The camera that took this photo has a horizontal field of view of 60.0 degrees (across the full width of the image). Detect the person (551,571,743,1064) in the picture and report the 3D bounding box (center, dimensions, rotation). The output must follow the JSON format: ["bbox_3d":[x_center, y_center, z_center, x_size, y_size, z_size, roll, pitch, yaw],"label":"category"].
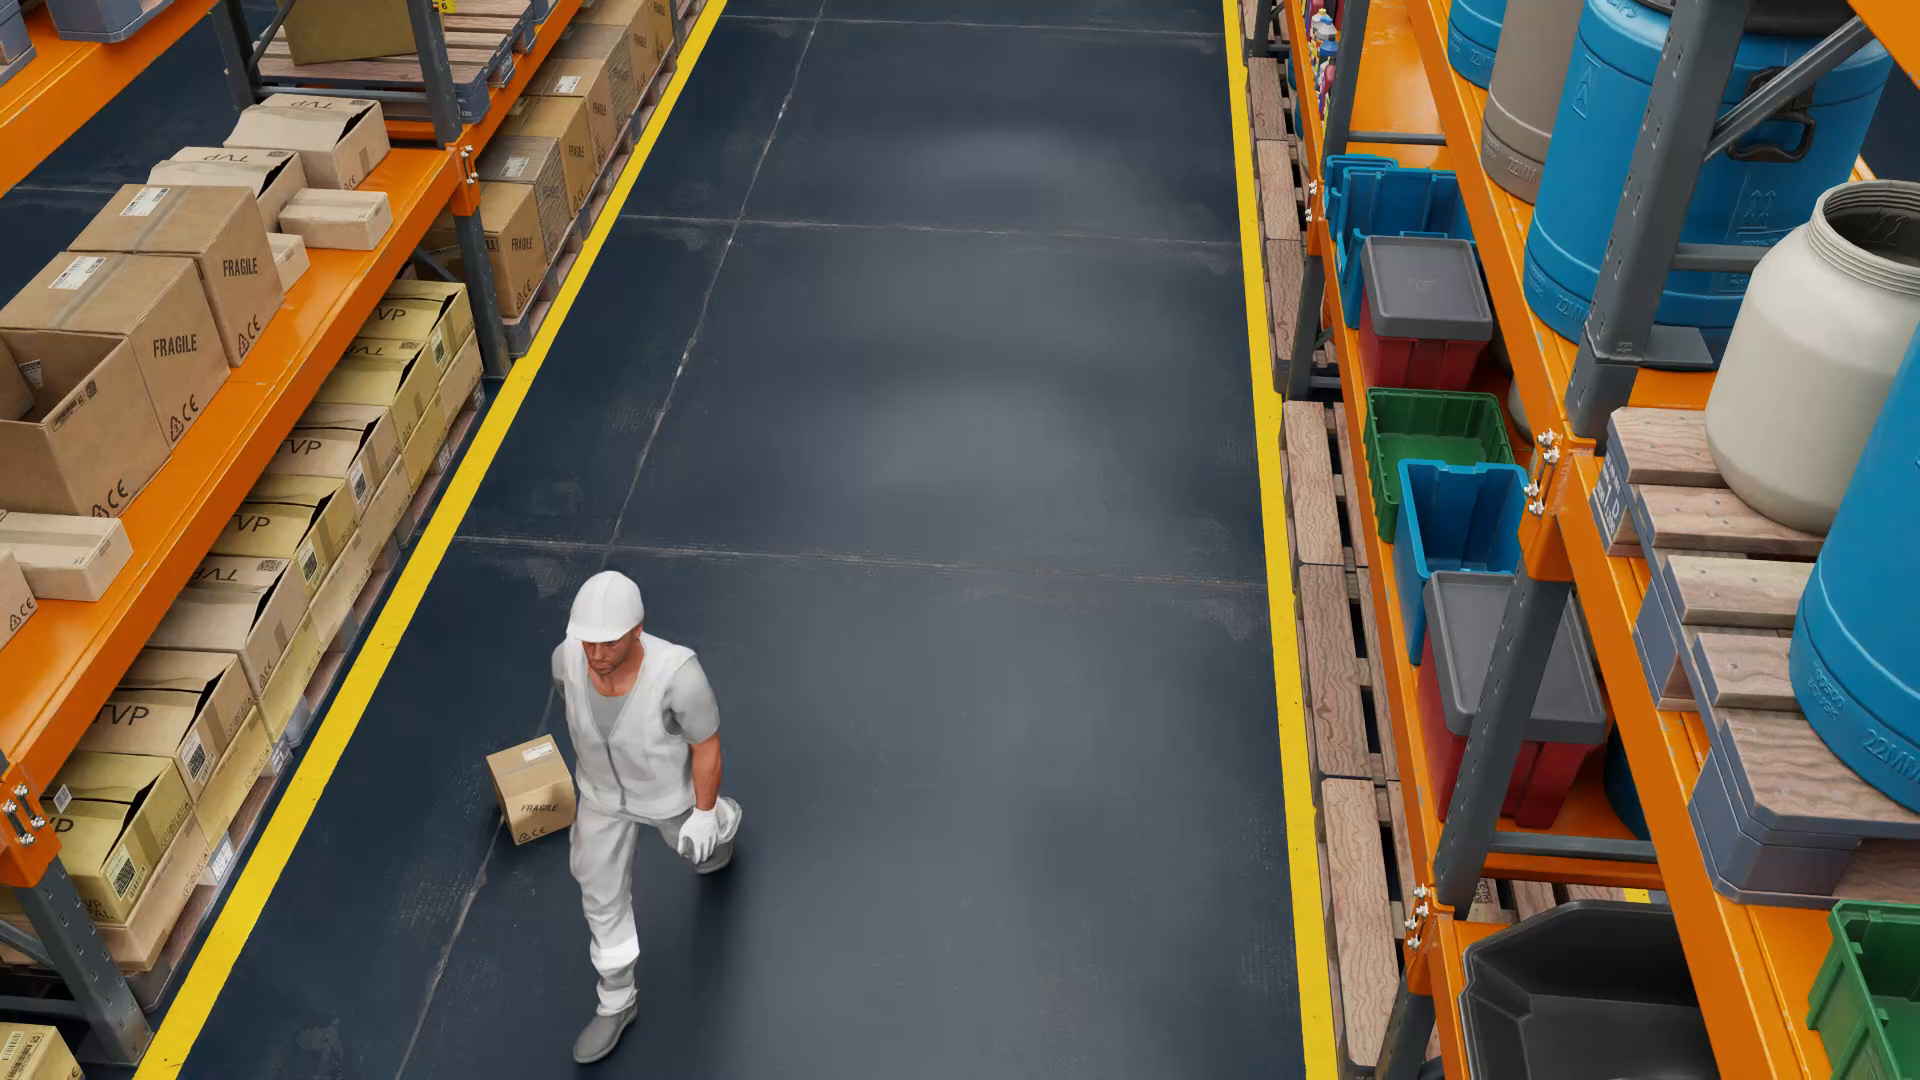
[{"bbox_3d":[-0.977,0.754,5.251,0.540,1.747,1.073,7,40,8],"label":"person"}]
